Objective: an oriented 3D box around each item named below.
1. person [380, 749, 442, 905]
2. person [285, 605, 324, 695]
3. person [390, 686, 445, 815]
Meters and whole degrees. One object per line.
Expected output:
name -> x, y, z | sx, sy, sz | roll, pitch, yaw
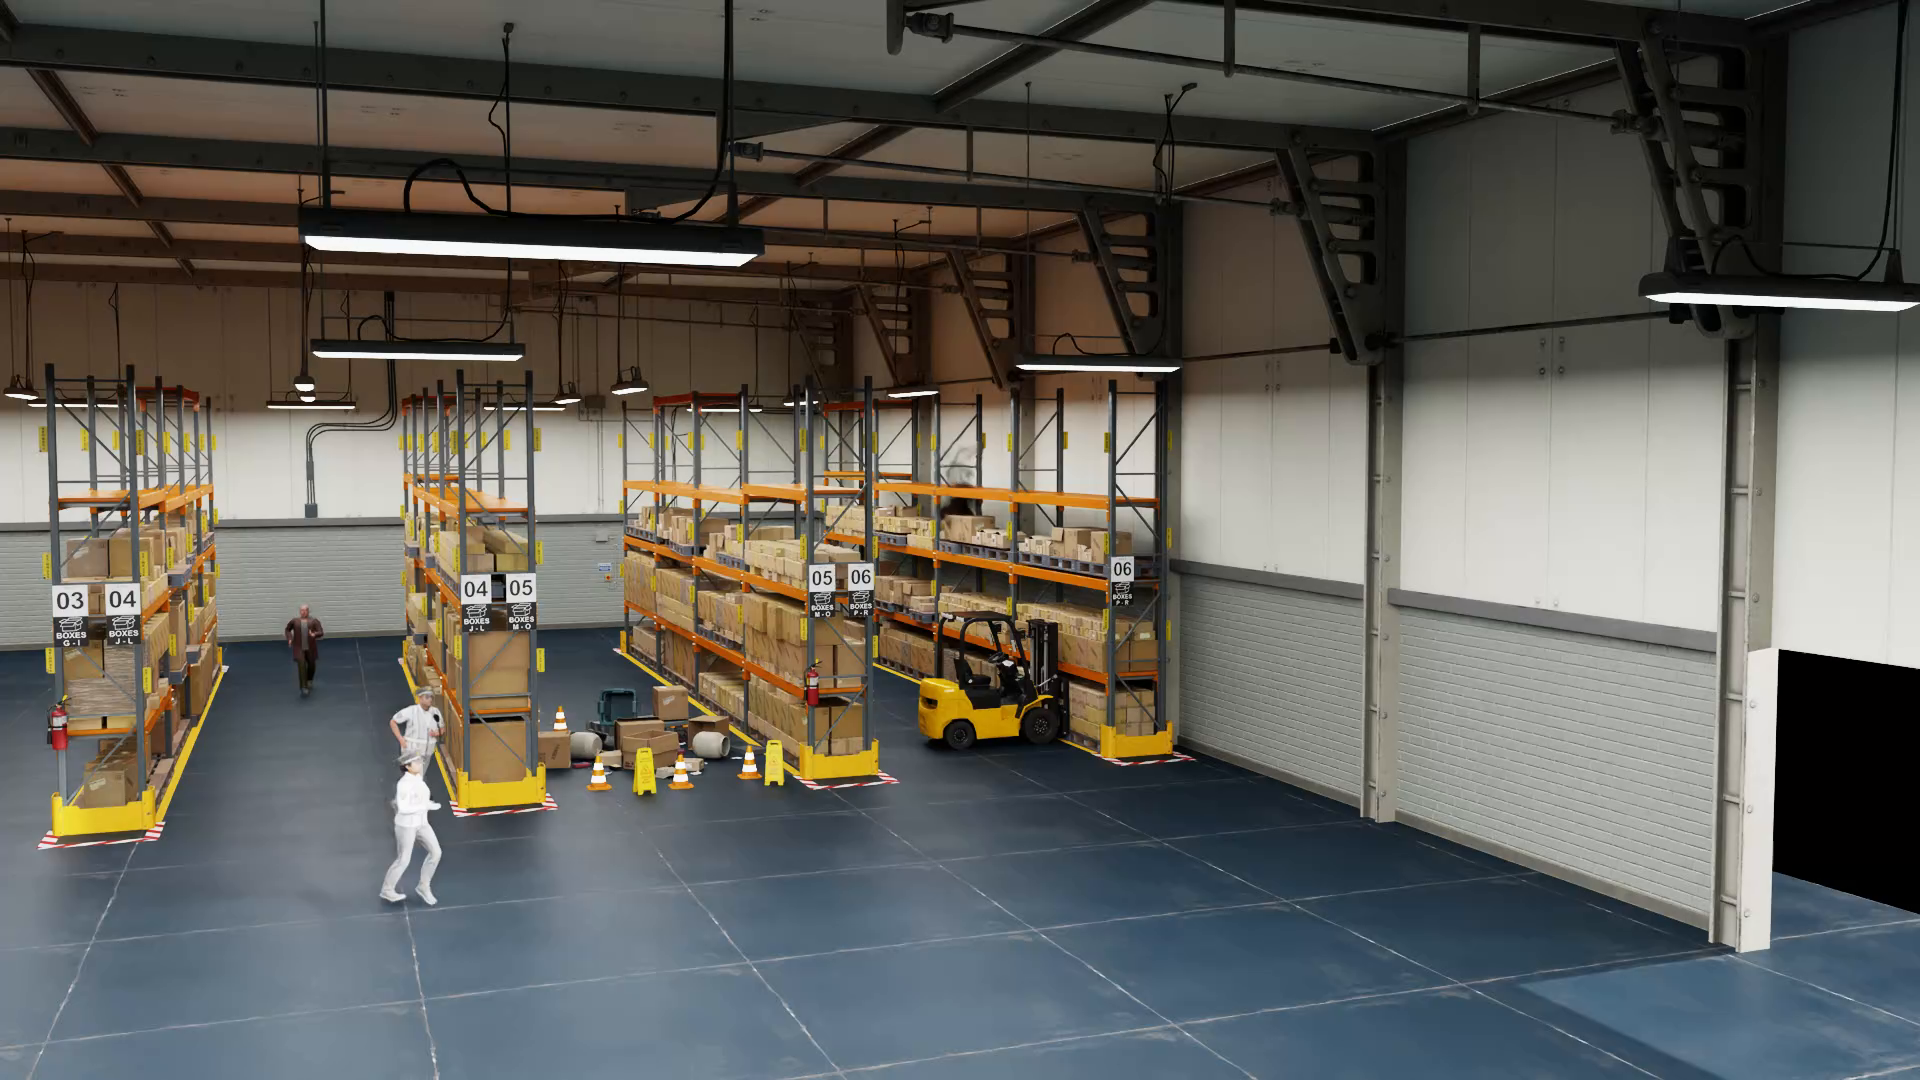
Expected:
person -> -5.908, 3.116, 17.979 | 0.753, 1.721, 0.561 | 1, 3, 13
person -> -13.045, 2.169, 33.107 | 0.714, 1.754, 1.034 | -2, 4, -25
person -> -7.225, 2.849, 22.171 | 0.786, 1.833, 0.675 | 2, 4, 36
